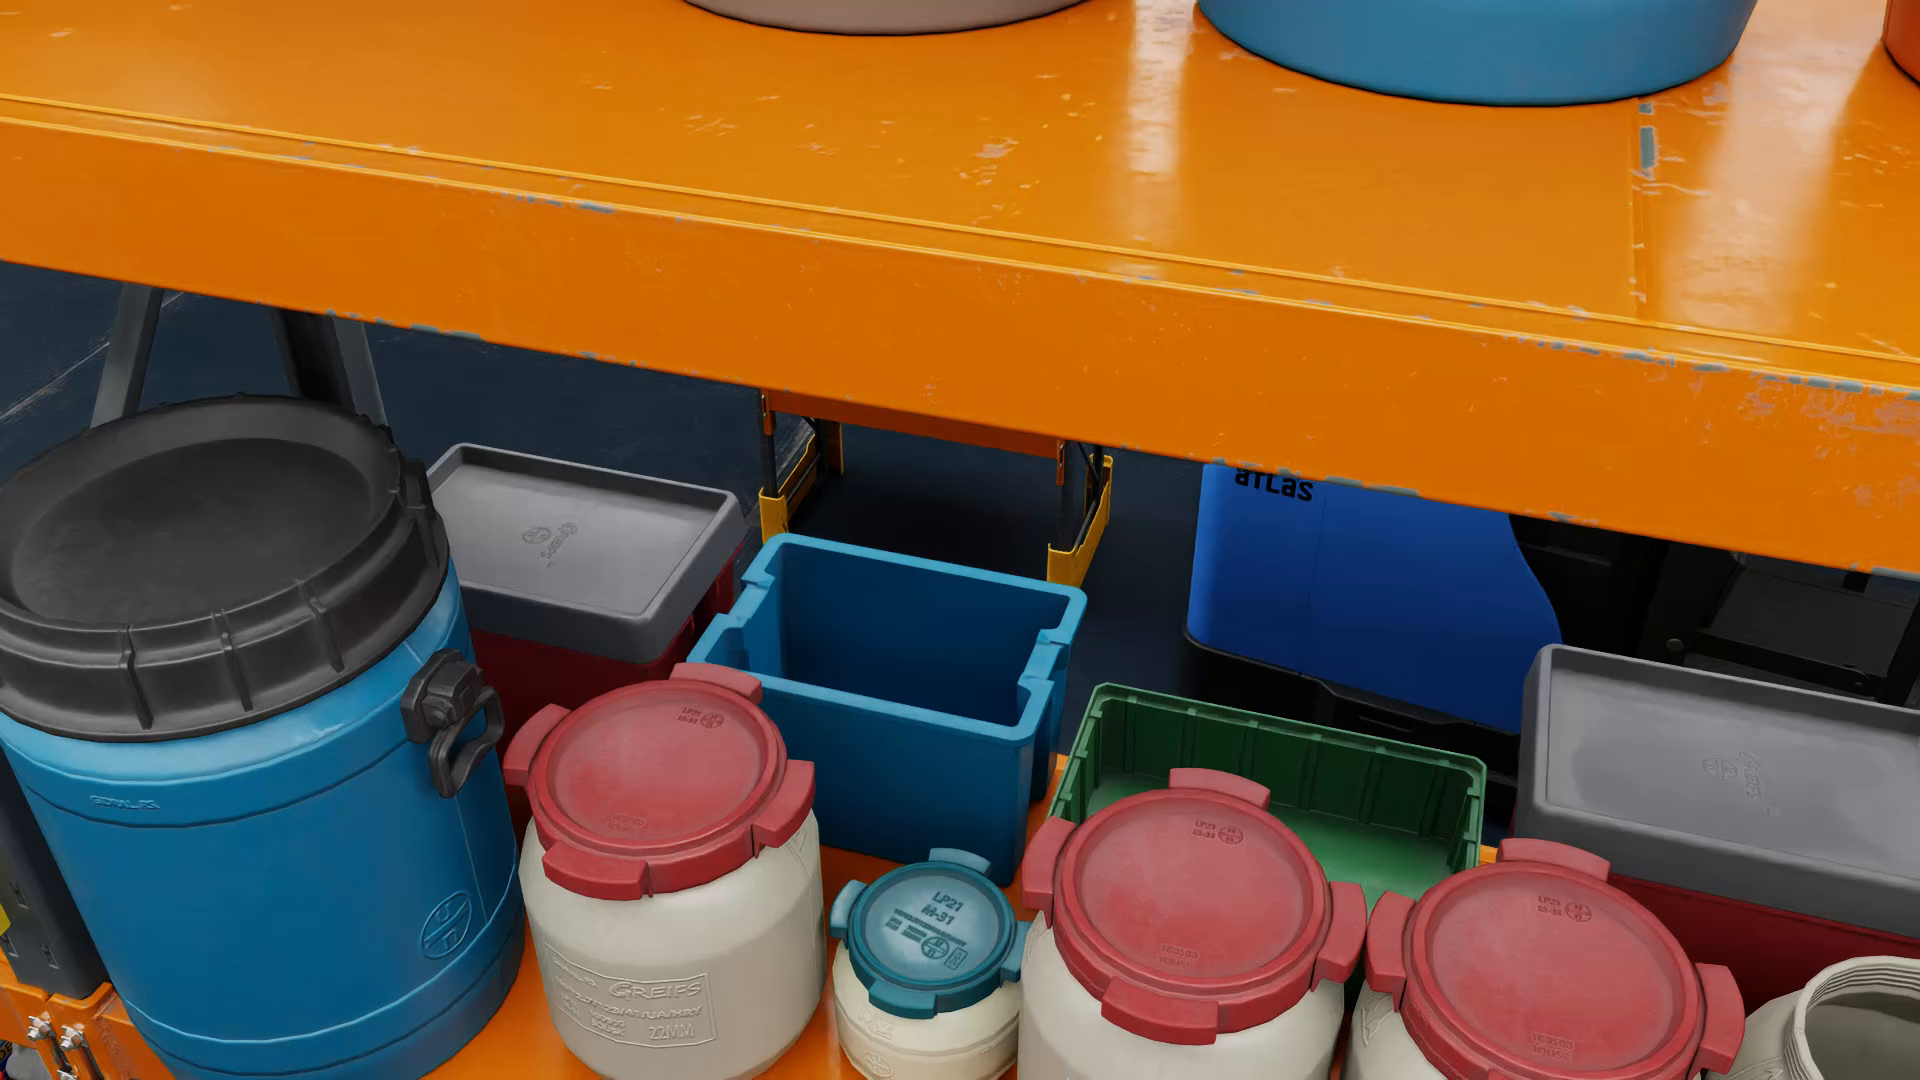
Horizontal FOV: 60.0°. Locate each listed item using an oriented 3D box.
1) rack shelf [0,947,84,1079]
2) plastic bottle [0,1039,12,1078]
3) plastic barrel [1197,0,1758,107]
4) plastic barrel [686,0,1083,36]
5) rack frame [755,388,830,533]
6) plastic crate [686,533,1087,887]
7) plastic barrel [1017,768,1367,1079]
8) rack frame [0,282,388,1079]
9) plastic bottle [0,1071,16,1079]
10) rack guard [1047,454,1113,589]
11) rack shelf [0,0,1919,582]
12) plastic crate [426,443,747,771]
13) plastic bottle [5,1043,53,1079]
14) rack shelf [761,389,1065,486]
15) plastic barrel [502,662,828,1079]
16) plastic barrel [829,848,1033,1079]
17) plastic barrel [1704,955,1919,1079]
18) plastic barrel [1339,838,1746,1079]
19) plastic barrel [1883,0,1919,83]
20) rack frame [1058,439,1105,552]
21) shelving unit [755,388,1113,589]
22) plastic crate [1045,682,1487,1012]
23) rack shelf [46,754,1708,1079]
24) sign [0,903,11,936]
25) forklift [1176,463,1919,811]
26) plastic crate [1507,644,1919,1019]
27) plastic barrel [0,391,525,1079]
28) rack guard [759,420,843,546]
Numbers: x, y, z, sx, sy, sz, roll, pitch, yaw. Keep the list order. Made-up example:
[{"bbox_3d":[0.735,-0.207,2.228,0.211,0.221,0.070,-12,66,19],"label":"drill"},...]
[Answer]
[{"bbox_3d":[-3.167,0.209,3.542,4.000,0.370,1.077,10,38,14],"label":"rack shelf"},{"bbox_3d":[-2.121,1.120,3.624,0.135,0.276,0.152,10,38,14],"label":"plastic bottle"},{"bbox_3d":[0.541,-0.939,1.541,0.708,0.901,0.600,10,38,14],"label":"plastic barrel"},{"bbox_3d":[-0.083,-1.054,1.698,0.600,0.901,0.600,0,36,0],"label":"plastic barrel"},{"bbox_3d":[-0.567,-0.709,5.448,0.032,1.500,0.500,10,38,14],"label":"rack frame"},{"bbox_3d":[-0.112,0.299,2.827,0.575,0.384,0.392,10,38,14],"label":"plastic crate"},{"bbox_3d":[0.290,0.641,2.234,0.433,0.535,0.433,0,36,0],"label":"plastic barrel"},{"bbox_3d":[-1.258,0.273,2.848,0.127,3.000,1.000,10,38,14],"label":"rack frame"},{"bbox_3d":[-1.958,1.212,3.436,0.185,0.351,0.144,10,37,13],"label":"plastic bottle"},{"bbox_3d":[0.403,-0.026,5.575,0.087,0.250,0.587,10,38,14],"label":"rack guard"},{"bbox_3d":[0.651,-0.292,1.692,4.000,0.370,1.077,10,38,14],"label":"rack shelf"},{"bbox_3d":[-0.704,0.160,2.948,0.583,0.464,0.402,10,38,14],"label":"plastic crate"},{"bbox_3d":[-1.915,1.130,3.547,0.185,0.351,0.144,10,38,14],"label":"plastic bottle"},{"bbox_3d":[-0.081,-0.474,5.433,1.000,0.185,0.538,10,38,14],"label":"rack shelf"},{"bbox_3d":[-0.410,0.512,2.410,0.433,0.535,0.433,0,36,0],"label":"plastic barrel"},{"bbox_3d":[-0.040,0.650,2.454,0.301,0.262,0.301,0,36,0],"label":"plastic barrel"},{"bbox_3d":[1.113,0.800,2.039,0.421,0.512,0.421,0,36,0],"label":"plastic barrel"},{"bbox_3d":[0.703,0.718,2.130,0.433,0.535,0.433,0,36,0],"label":"plastic barrel"},{"bbox_3d":[1.217,-0.784,1.392,0.708,0.830,0.600,10,38,14],"label":"plastic barrel"},{"bbox_3d":[0.404,-0.529,5.204,0.032,1.500,0.500,10,38,14],"label":"rack frame"},{"bbox_3d":[-0.073,-0.618,5.324,1.083,1.500,0.587,10,38,14],"label":"shelving unit"},{"bbox_3d":[0.489,0.507,2.710,0.662,0.188,0.450,10,38,14],"label":"plastic crate"},{"bbox_3d":[0.651,0.916,2.581,4.000,0.370,1.077,10,38,14],"label":"rack shelf"},{"bbox_3d":[-1.432,0.471,2.346,0.005,0.325,0.100,10,38,14],"label":"sign"},{"bbox_3d":[2.212,-0.547,4.021,3.031,2.935,1.130,15,39,20],"label":"forklift"},{"bbox_3d":[1.109,0.496,2.492,0.583,0.464,0.402,10,38,14],"label":"plastic crate"},{"bbox_3d":[-0.979,0.311,2.374,0.708,0.901,0.600,10,38,14],"label":"plastic barrel"},{"bbox_3d":[-0.548,-0.202,5.814,0.087,0.250,0.587,10,38,14],"label":"rack guard"}]
